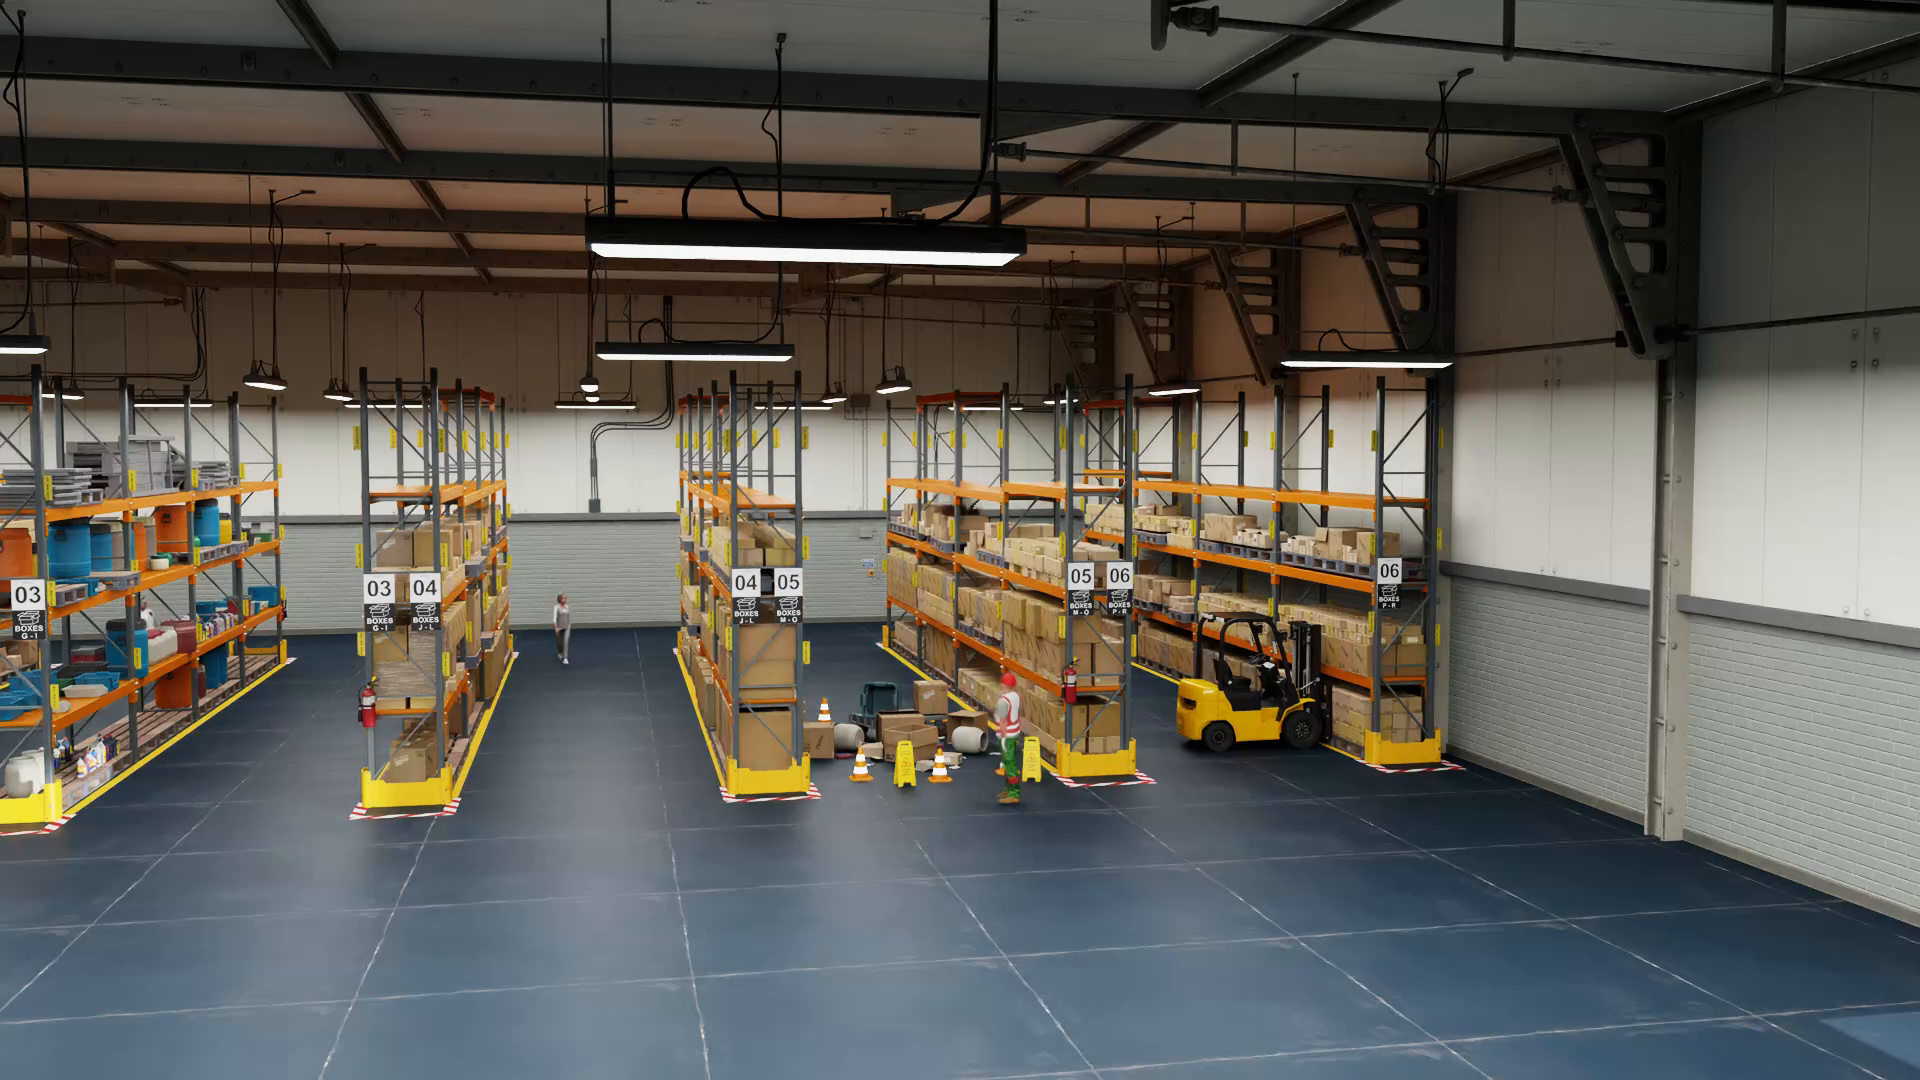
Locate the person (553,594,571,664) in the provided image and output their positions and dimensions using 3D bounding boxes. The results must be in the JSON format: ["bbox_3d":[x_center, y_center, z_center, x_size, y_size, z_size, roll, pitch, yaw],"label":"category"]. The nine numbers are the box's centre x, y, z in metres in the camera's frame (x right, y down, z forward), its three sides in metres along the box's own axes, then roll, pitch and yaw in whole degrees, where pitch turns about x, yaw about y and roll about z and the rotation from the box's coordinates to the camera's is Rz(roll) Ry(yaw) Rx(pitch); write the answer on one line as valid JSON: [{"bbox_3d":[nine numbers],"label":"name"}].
[{"bbox_3d":[-8.977,1.989,37.490,0.402,1.550,0.823,-1,4,-14],"label":"person"}]

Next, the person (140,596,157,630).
[{"bbox_3d":[-17.307,2.060,35.317,0.574,1.752,0.647,-3,5,-43],"label":"person"}]

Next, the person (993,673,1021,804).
[{"bbox_3d":[0.655,2.724,23.050,0.420,1.804,0.730,1,4,16],"label":"person"}]
